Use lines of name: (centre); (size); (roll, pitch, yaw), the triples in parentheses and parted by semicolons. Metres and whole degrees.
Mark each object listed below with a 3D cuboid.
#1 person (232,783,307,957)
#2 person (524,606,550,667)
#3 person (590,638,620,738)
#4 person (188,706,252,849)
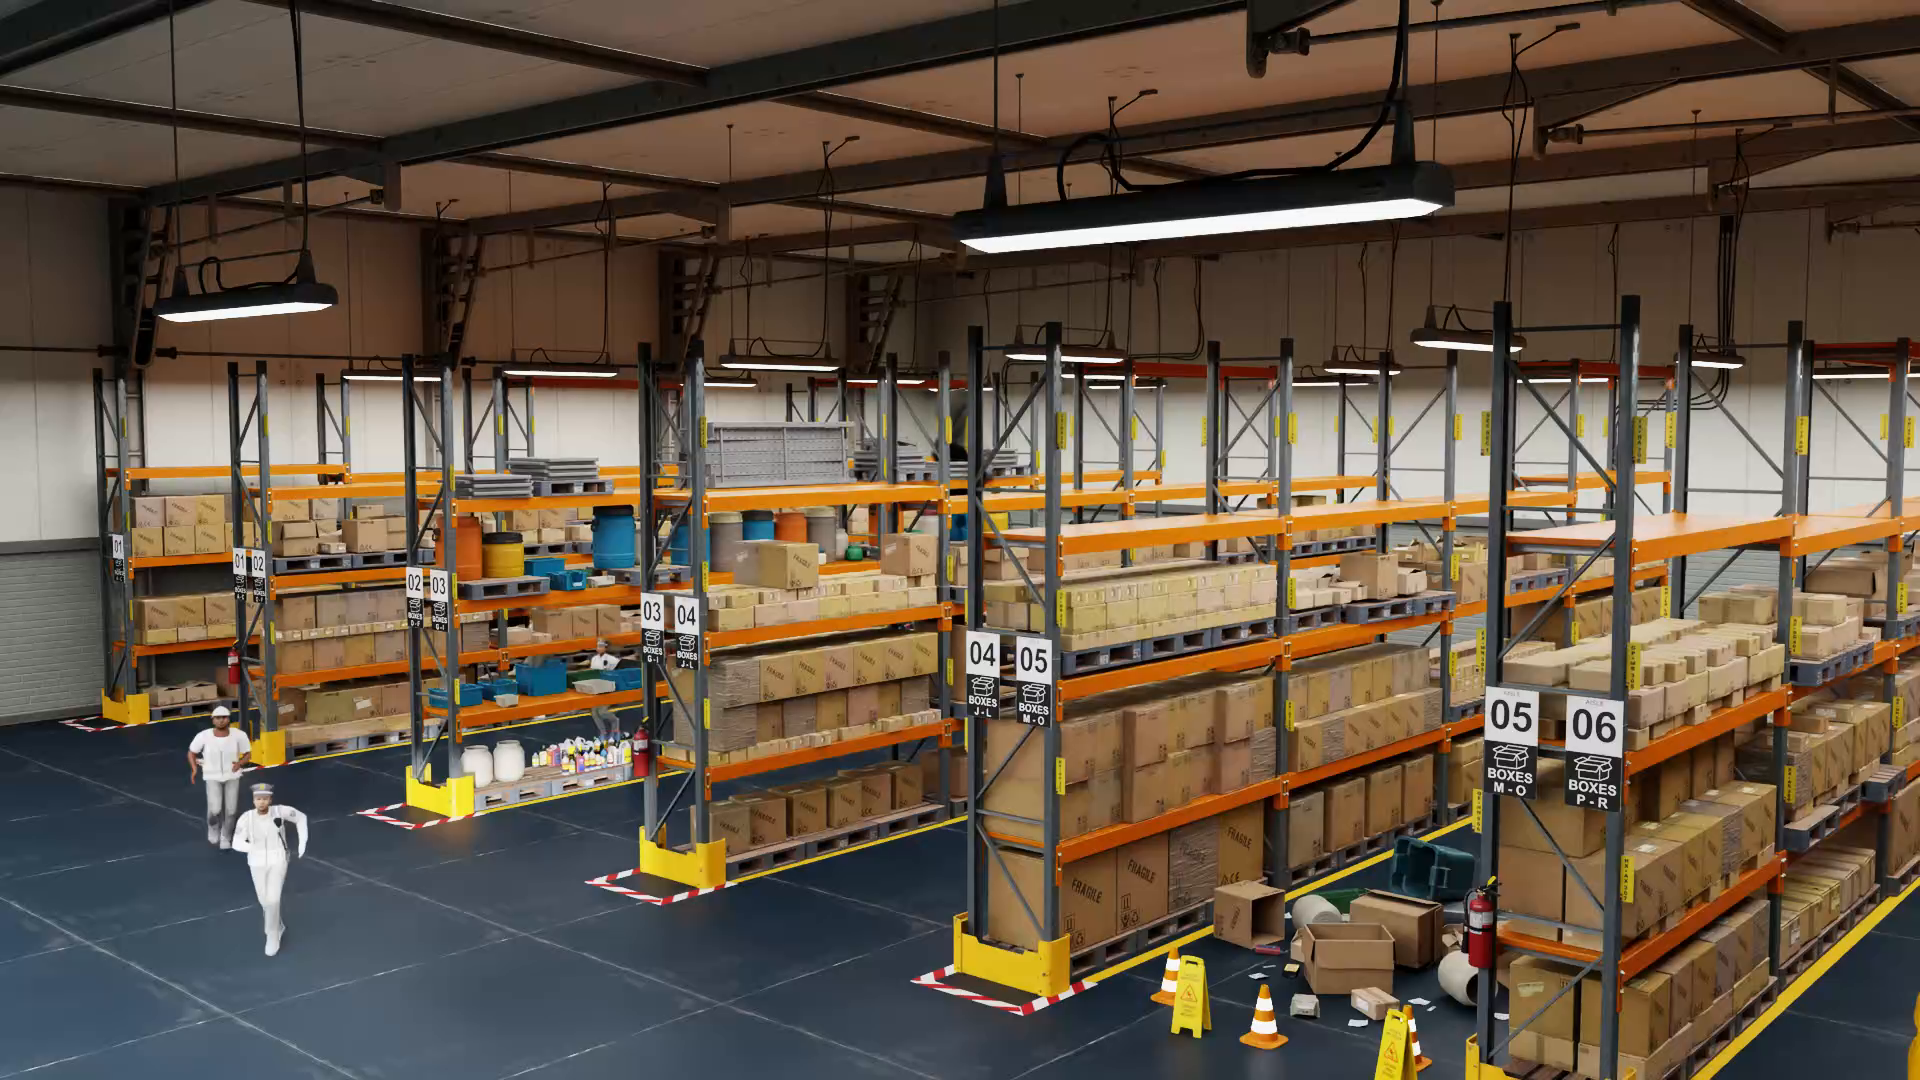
person: (-6.654, 3.142, 16.048); (0.641, 1.685, 0.793); (-1, 4, -14)
person: (-7.794, 2.044, 30.521); (0.643, 1.751, 0.602); (3, 5, 37)
person: (-5.730, 2.382, 26.604); (0.608, 1.649, 0.549); (2, 5, 23)
person: (-8.786, 2.843, 19.789); (0.691, 1.724, 0.590); (-2, 5, -28)
